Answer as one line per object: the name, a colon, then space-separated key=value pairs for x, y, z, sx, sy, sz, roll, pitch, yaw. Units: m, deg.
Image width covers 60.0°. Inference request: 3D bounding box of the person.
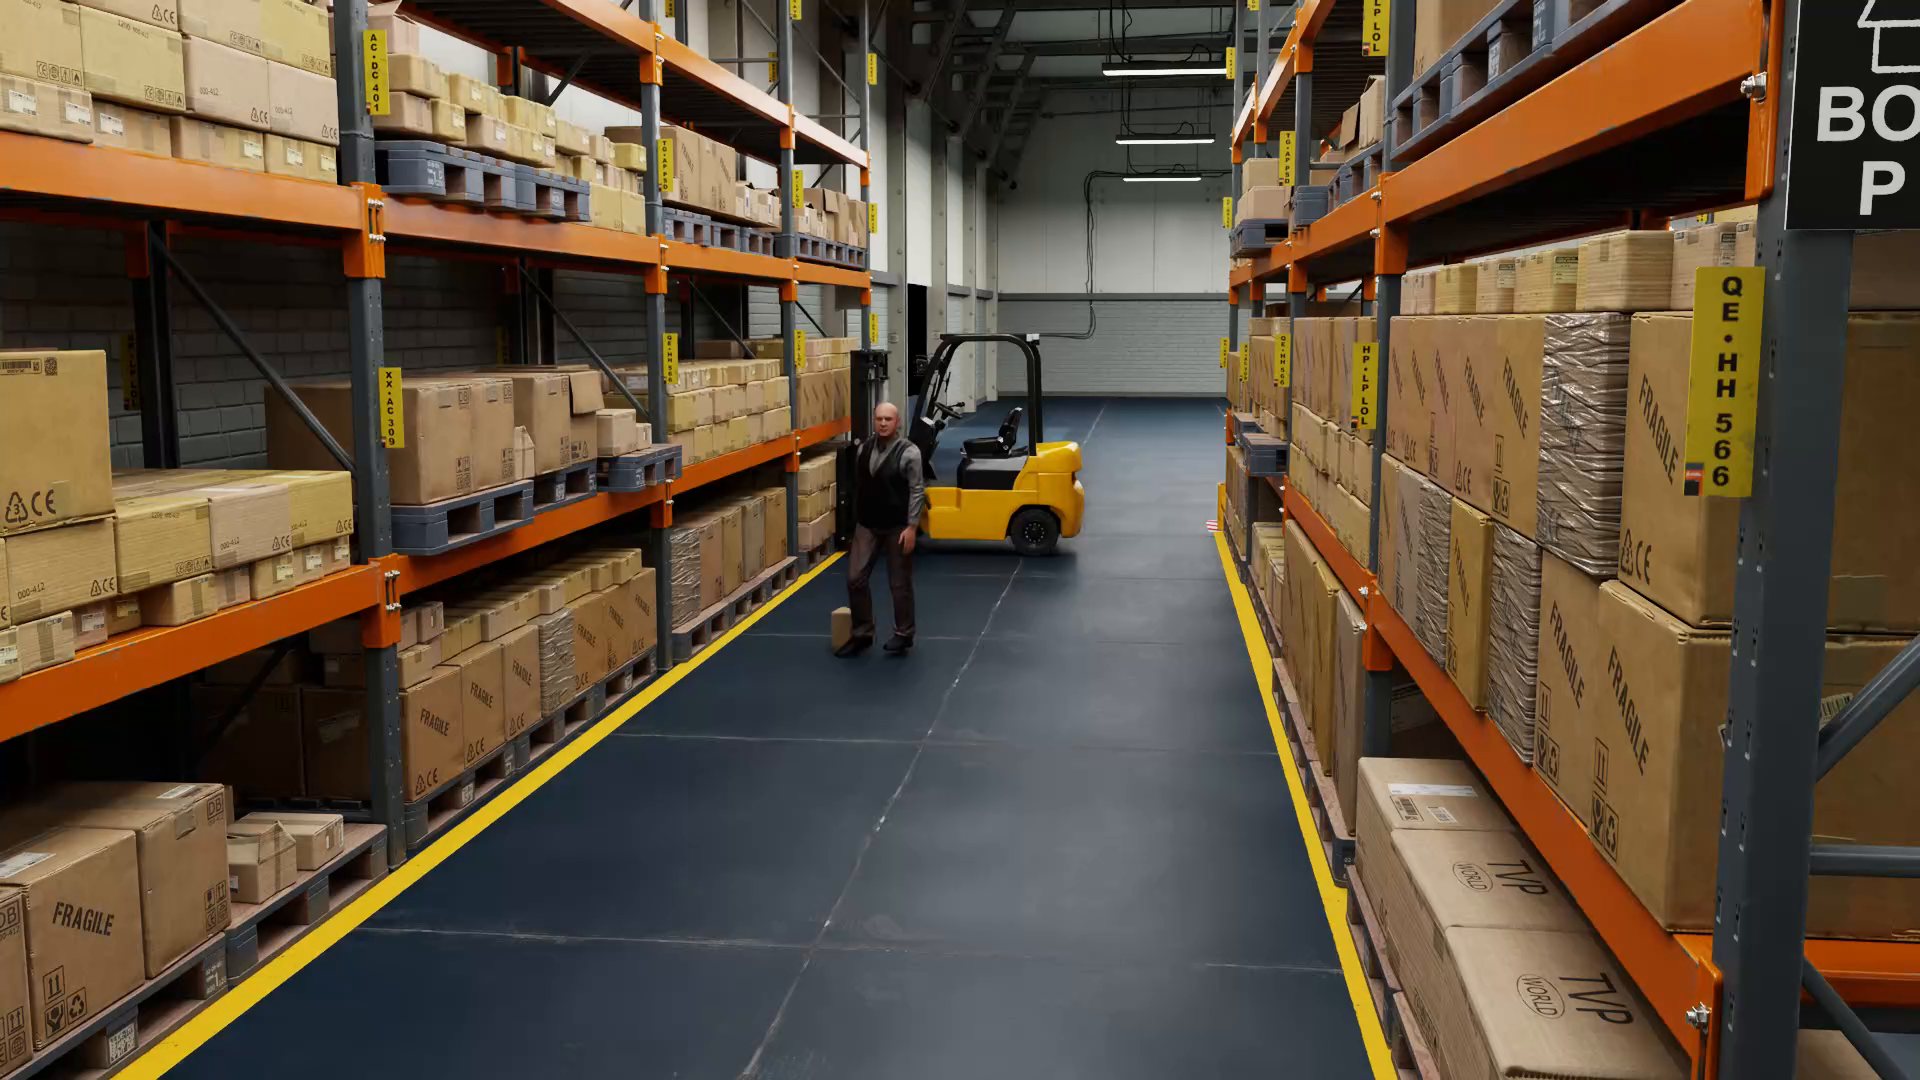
person: x=-0.494 y=-0.063 z=11.320 sx=0.615 sy=1.747 sz=0.527 roll=4 pitch=8 yaw=25
